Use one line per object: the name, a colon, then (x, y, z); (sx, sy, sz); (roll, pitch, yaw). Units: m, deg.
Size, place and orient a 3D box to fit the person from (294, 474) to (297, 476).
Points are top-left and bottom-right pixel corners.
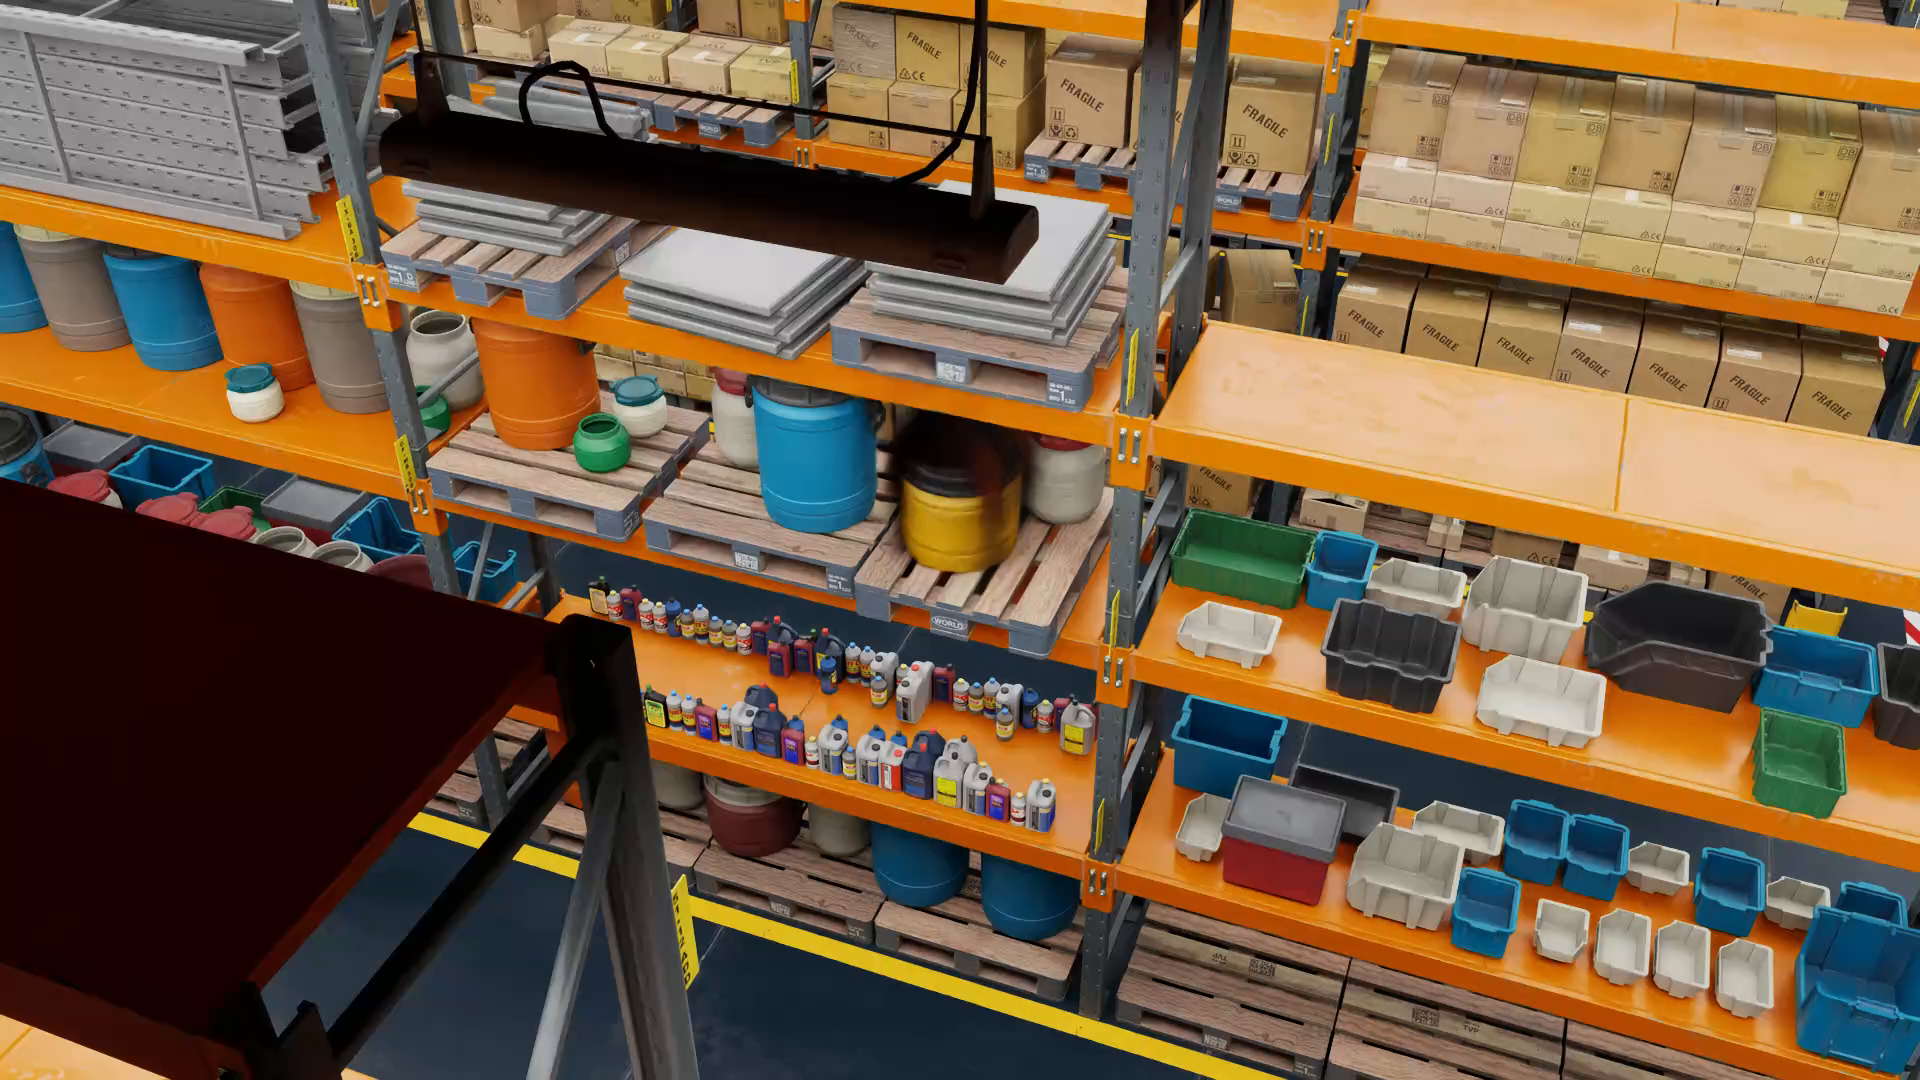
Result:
person: (-4.598, -0.096, 12.133); (0.493, 1.698, 0.375); (23, 42, 28)
